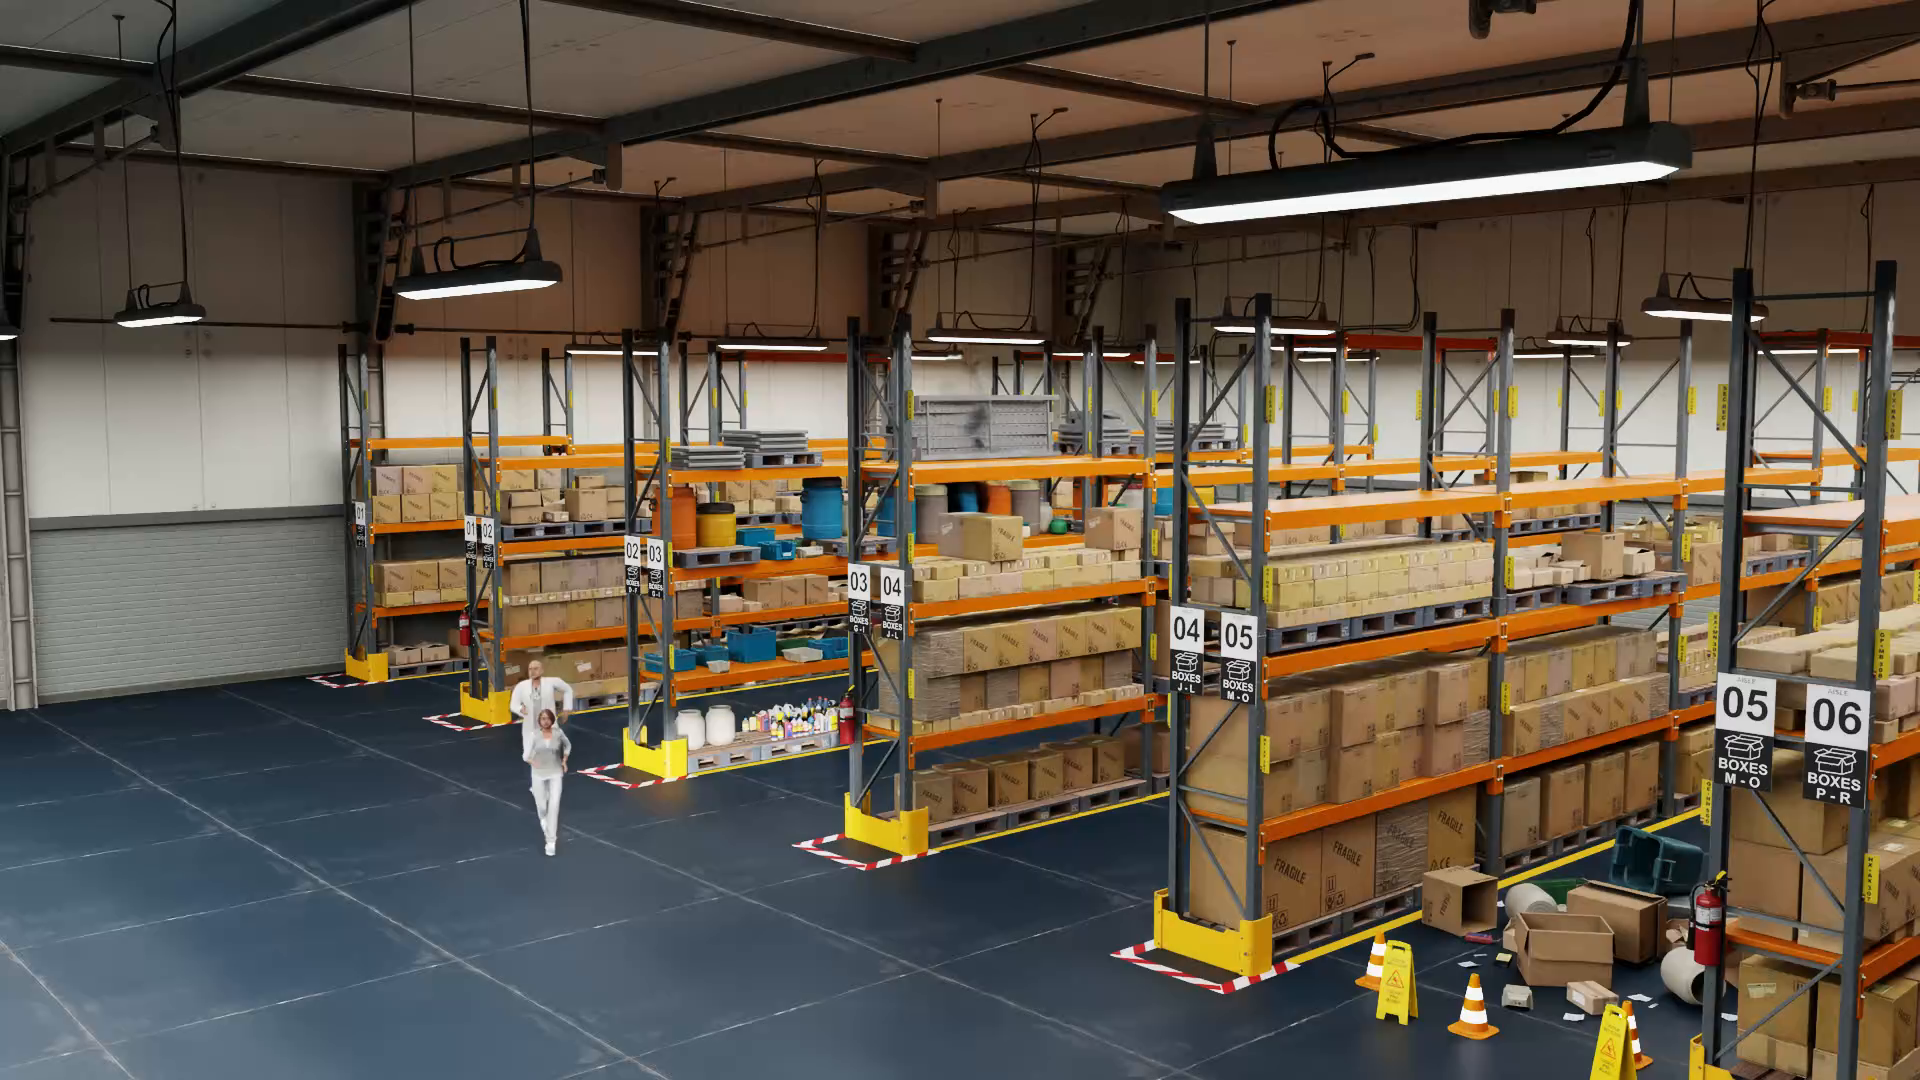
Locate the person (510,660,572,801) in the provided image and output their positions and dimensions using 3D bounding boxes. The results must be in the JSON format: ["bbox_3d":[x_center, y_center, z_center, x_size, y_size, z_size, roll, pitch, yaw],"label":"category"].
[{"bbox_3d":[-5.291,2.402,21.024,0.729,1.802,0.958,0,5,-1],"label":"person"}]

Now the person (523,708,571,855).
[{"bbox_3d":[-4.650,2.683,18.757,0.537,1.587,0.864,-1,5,-14],"label":"person"}]

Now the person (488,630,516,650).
[{"bbox_3d":[-7.713,1.768,28.338,0.579,1.699,0.913,3,6,33],"label":"person"}]
